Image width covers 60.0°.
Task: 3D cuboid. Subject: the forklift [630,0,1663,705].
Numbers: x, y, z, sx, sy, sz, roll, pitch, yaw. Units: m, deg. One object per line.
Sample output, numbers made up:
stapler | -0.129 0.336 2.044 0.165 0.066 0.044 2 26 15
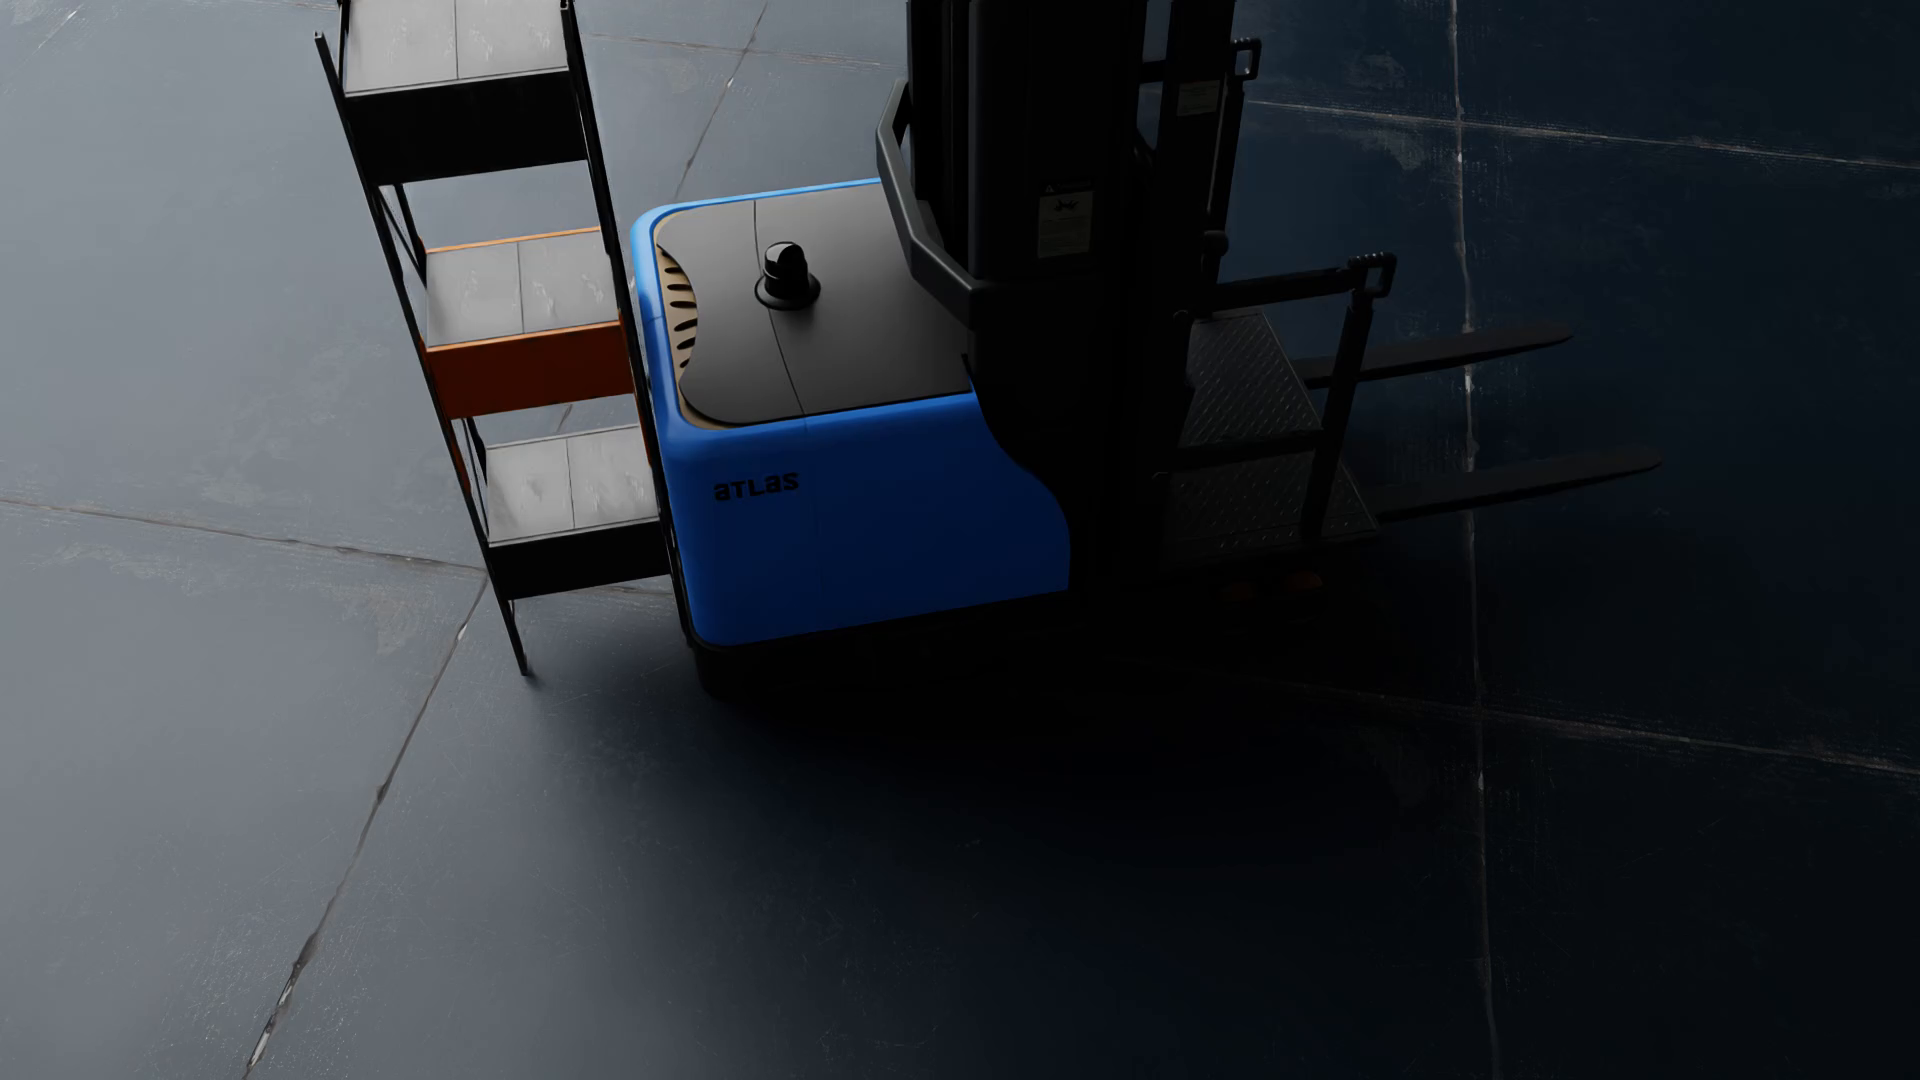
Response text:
forklift | 0.639 -1.075 4.245 3.031 2.935 1.130 -9 49 -8

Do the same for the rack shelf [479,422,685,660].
rack shelf | -1.087 -0.011 4.807 0.480 0.518 0.431 -9 49 -8

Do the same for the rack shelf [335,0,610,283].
rack shelf | -1.090 -0.947 3.765 0.480 0.518 0.431 -9 49 -8

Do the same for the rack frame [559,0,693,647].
rack frame | -0.850 -0.528 4.311 0.015 2.100 0.400 -9 49 -8

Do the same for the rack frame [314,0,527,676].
rack frame | -1.327 -0.449 4.242 0.015 2.100 0.400 -9 49 -8

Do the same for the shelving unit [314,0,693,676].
shelving unit | -1.089 -0.488 4.276 0.503 2.100 0.431 -9 49 -8

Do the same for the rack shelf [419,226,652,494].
rack shelf | -1.088 -0.479 4.286 0.480 0.518 0.431 -9 49 -8
